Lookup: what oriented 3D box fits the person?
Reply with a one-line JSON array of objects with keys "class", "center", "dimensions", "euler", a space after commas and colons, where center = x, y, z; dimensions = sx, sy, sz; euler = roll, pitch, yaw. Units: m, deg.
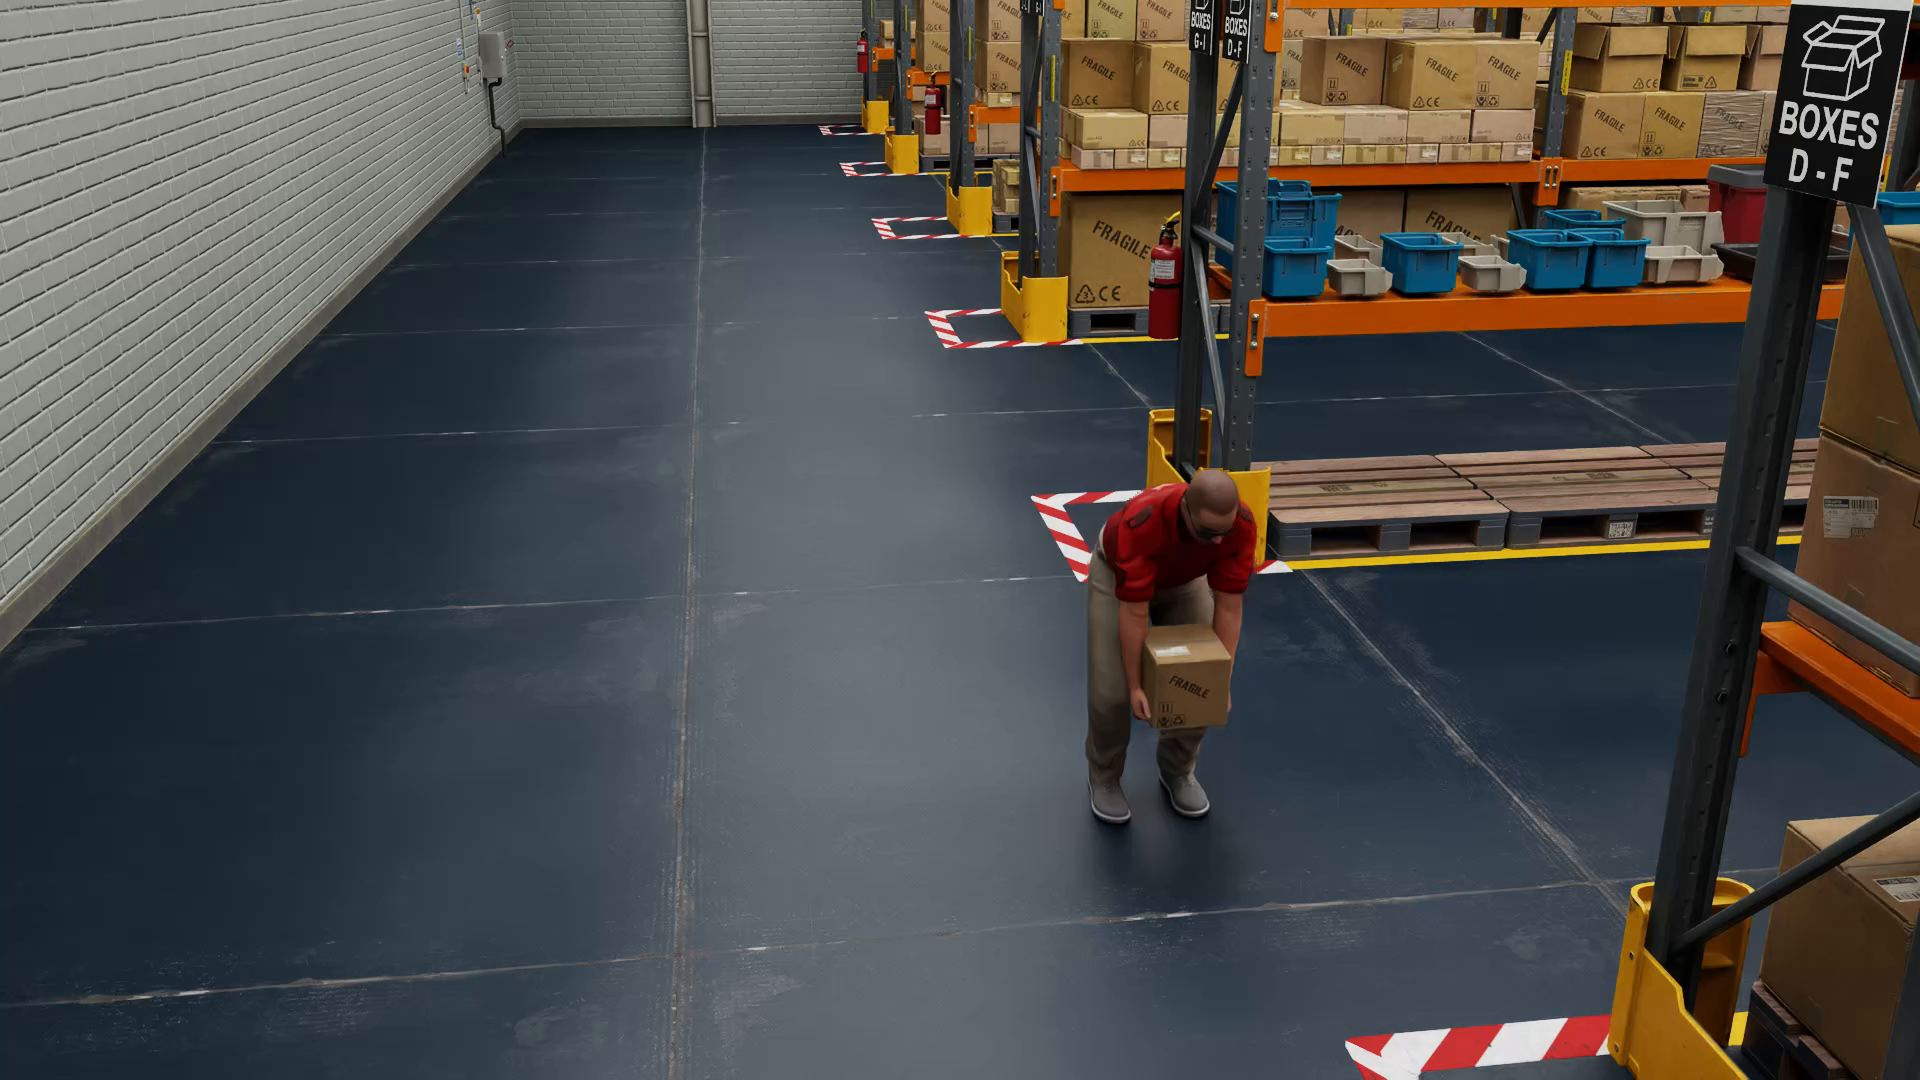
[{"class": "person", "center": [0.697, 0.341, 5.612], "dimensions": [0.474, 1.255, 0.782], "euler": [-3, 20, -9]}]
